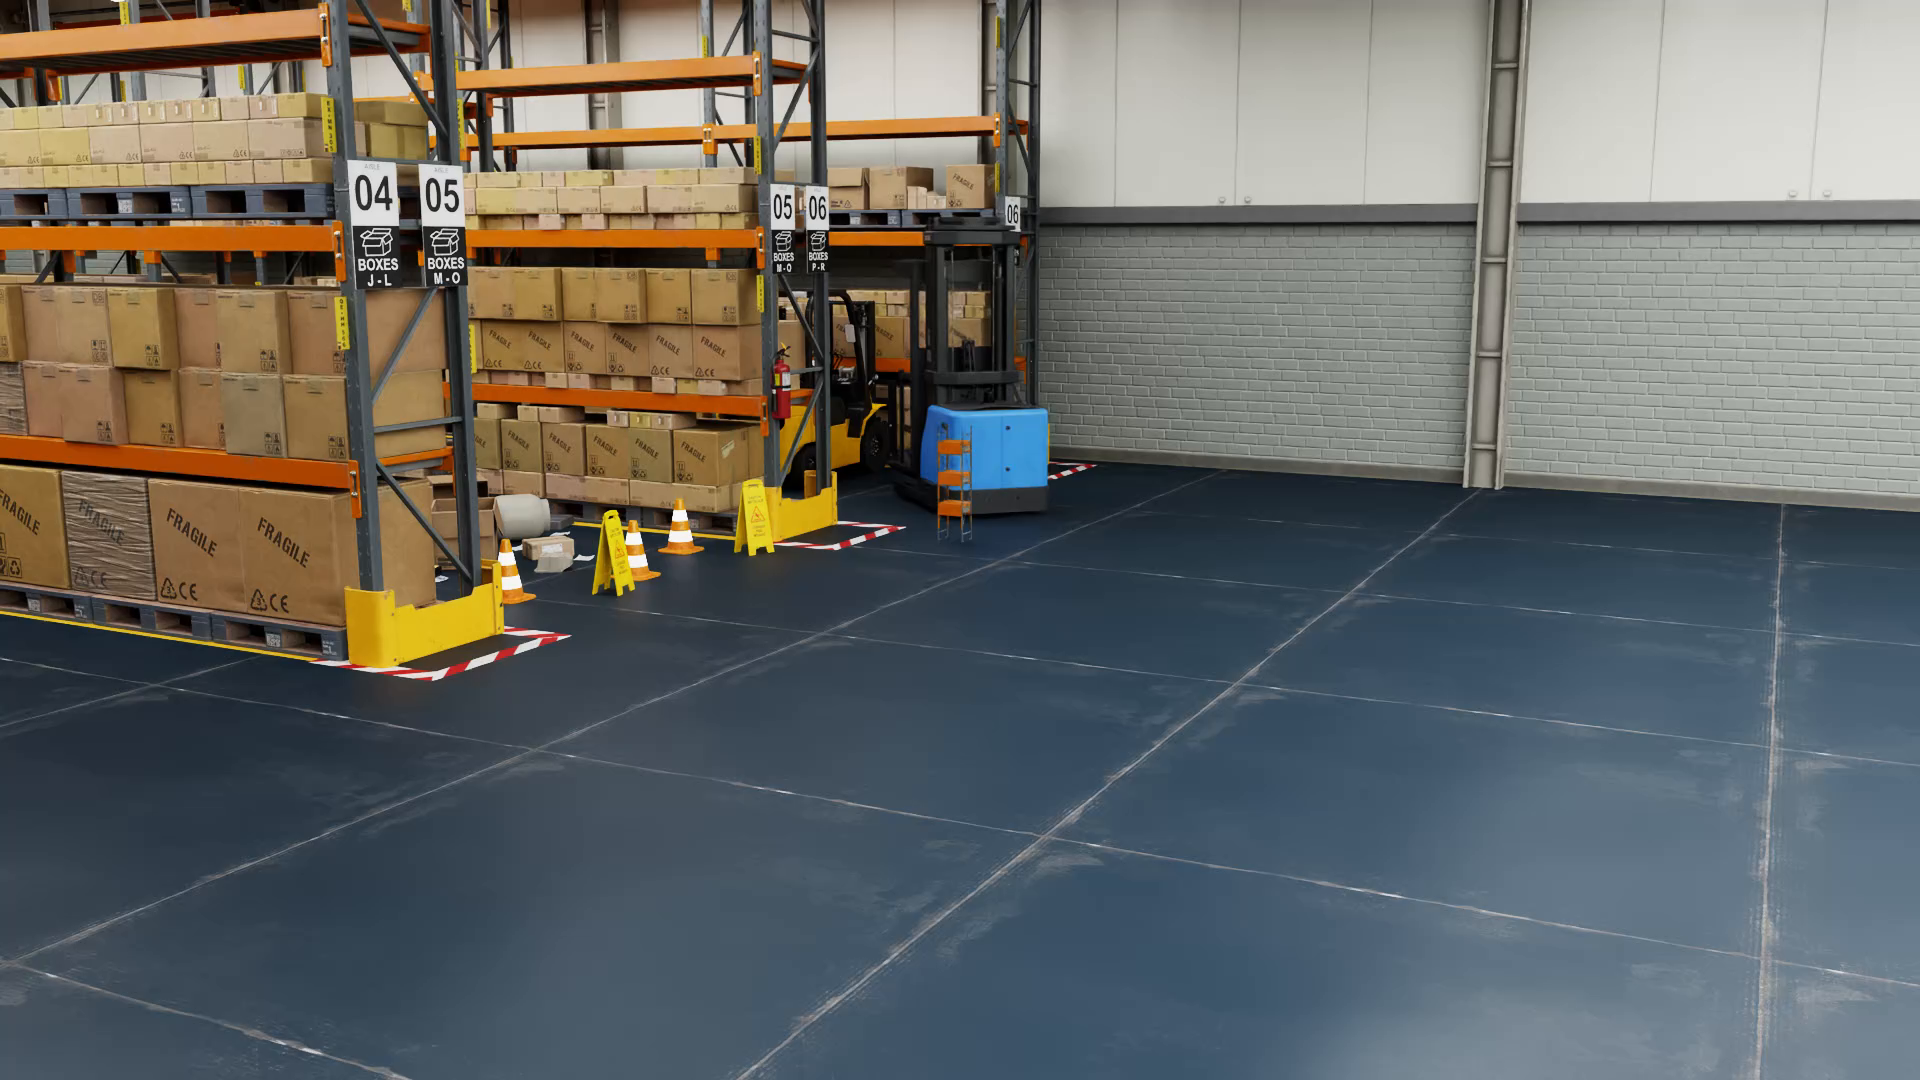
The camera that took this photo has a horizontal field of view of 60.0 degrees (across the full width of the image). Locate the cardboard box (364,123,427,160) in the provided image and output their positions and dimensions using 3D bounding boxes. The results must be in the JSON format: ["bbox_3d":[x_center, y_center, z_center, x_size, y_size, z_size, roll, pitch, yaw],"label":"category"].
[{"bbox_3d":[-3.931,-2.639,11.112,0.500,0.250,0.500,5,11,26],"label":"cardboard box"}]

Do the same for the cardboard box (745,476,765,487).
[{"bbox_3d":[-2.113,-0.515,16.217,0.500,0.250,0.500,5,11,25],"label":"cardboard box"}]

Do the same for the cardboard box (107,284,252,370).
[{"bbox_3d":[-5.436,-1.512,11.726,0.500,0.550,0.875,5,11,26],"label":"cardboard box"}]

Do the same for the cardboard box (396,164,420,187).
[{"bbox_3d":[-3.777,-2.442,11.143,0.250,0.149,0.380,5,11,26],"label":"cardboard box"}]

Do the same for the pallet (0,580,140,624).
[{"bbox_3d":[-6.551,0.374,12.592,1.213,0.211,1.003,5,11,26],"label":"pallet"}]

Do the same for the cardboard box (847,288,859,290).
[{"bbox_3d":[-1.352,-3.094,20.986,0.250,0.149,0.380,5,11,25],"label":"cardboard box"}]

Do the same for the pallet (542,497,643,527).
[{"bbox_3d":[-3.383,-0.354,16.613,1.213,0.211,1.003,5,11,26],"label":"pallet"}]

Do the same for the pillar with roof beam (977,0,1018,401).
[{"bbox_3d":[-1.449,-4.810,16.561,0.400,9.000,9.100,5,11,26],"label":"pillar with roof beam"}]

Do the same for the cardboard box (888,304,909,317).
[{"bbox_3d":[-0.679,-2.779,20.078,0.250,0.149,0.380,5,11,24],"label":"cardboard box"}]

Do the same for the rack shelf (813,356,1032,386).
[{"bbox_3d":[-1.112,-2.151,20.731,4.000,0.370,1.077,5,11,26],"label":"rack shelf"}]

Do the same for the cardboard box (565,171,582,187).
[{"bbox_3d":[-3.530,-3.428,15.811,0.250,0.149,0.380,5,12,27],"label":"cardboard box"}]

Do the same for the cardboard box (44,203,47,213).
[{"bbox_3d":[-10.395,-4.009,19.095,0.500,0.500,0.500,5,11,26],"label":"cardboard box"}]

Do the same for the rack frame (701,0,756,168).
[{"bbox_3d":[-2.906,-5.614,21.003,0.127,3.000,1.000,5,11,26],"label":"rack frame"}]

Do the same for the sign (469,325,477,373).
[{"bbox_3d":[-3.360,-1.309,11.405,0.005,0.325,0.100,5,11,26],"label":"sign"}]

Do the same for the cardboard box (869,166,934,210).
[{"bbox_3d":[-0.698,-4.221,19.985,0.500,0.500,0.700,5,11,26],"label":"cardboard box"}]

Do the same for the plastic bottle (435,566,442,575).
[{"bbox_3d":[-4.433,0.249,13.705,0.283,0.061,0.133,1,10,6],"label":"plastic bottle"}]

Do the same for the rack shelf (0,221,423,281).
[{"bbox_3d":[-5.405,-2.035,11.670,4.000,0.370,1.077,5,11,26],"label":"rack shelf"}]

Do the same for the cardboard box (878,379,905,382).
[{"bbox_3d":[-1.016,-1.882,20.961,0.500,0.250,0.500,5,11,25],"label":"cardboard box"}]

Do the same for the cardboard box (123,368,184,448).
[{"bbox_3d":[-5.407,-0.991,11.879,0.500,0.550,0.875,5,11,26],"label":"cardboard box"}]

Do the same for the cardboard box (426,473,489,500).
[{"bbox_3d":[-4.740,-0.339,15.711,0.500,0.500,0.500,-4,11,-23],"label":"cardboard box"}]

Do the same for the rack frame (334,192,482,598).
[{"bbox_3d":[-3.611,-0.756,11.002,0.127,3.000,1.000,5,11,26],"label":"rack frame"}]

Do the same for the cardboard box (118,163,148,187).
[{"bbox_3d":[-5.427,-2.456,11.221,0.250,0.149,0.380,5,11,27],"label":"cardboard box"}]

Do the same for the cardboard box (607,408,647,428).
[{"bbox_3d":[-3.164,-1.177,15.945,0.250,0.149,0.380,6,12,28],"label":"cardboard box"}]

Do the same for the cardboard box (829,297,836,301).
[{"bbox_3d":[-1.561,-3.016,20.553,0.250,0.149,0.380,5,11,26],"label":"cardboard box"}]

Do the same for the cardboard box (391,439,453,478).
[{"bbox_3d":[-5.570,-0.824,17.579,0.625,0.372,0.950,5,11,27],"label":"cardboard box"}]

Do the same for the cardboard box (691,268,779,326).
[{"bbox_3d":[-2.066,-2.247,15.319,0.500,0.500,0.700,5,11,24],"label":"cardboard box"}]

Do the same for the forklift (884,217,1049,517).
[{"bbox_3d":[-0.065,-1.894,17.483,1.130,2.935,3.031,-3,11,-18],"label":"forklift"}]

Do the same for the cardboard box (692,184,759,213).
[{"bbox_3d":[-2.090,-3.100,15.119,0.500,0.250,0.500,5,11,25],"label":"cardboard box"}]

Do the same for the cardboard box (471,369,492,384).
[{"bbox_3d":[-4.709,-1.658,16.694,0.250,0.149,0.380,5,12,27],"label":"cardboard box"}]

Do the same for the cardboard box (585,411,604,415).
[{"bbox_3d":[-3.993,-1.048,17.056,0.500,0.500,0.500,5,12,27],"label":"cardboard box"}]

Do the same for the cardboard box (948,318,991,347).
[{"bbox_3d":[0.124,-2.393,19.770,0.500,0.500,0.500,5,11,25],"label":"cardboard box"}]

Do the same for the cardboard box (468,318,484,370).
[{"bbox_3d":[-4.828,-1.986,16.683,0.500,0.500,0.500,5,11,26],"label":"cardboard box"}]

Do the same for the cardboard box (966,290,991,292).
[{"bbox_3d":[0.264,-2.953,20.209,0.250,0.149,0.380,5,12,28],"label":"cardboard box"}]

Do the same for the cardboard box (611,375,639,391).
[{"bbox_3d":[-3.120,-1.515,15.906,0.250,0.149,0.380,5,11,25],"label":"cardboard box"}]

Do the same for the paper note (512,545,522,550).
[{"bbox_3d":[-3.936,0.065,14.837,0.148,0.019,0.142,-10,14,-43],"label":"paper note"}]

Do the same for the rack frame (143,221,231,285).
[{"bbox_3d":[-8.686,-2.184,18.897,0.127,3.000,1.000,5,11,26],"label":"rack frame"}]

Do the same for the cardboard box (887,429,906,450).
[{"bbox_3d":[-0.766,-1.269,20.380,0.500,0.250,0.500,5,11,26],"label":"cardboard box"}]

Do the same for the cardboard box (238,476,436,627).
[{"bbox_3d":[-4.249,0.040,11.391,0.875,0.875,0.875,5,11,26],"label":"cardboard box"}]

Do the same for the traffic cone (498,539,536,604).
[{"bbox_3d":[-3.459,0.224,12.712,0.334,0.463,0.336,5,11,26],"label":"traffic cone"}]

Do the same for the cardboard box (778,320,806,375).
[{"bbox_3d":[-1.814,-1.831,15.830,0.500,0.500,0.500,5,11,25],"label":"cardboard box"}]

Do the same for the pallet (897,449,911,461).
[{"bbox_3d":[-0.023,-1.029,20.340,1.213,0.211,1.003,5,11,26],"label":"pallet"}]

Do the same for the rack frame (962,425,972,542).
[{"bbox_3d":[0.061,-0.511,15.127,0.008,1.050,0.200,5,11,26],"label":"rack frame"}]

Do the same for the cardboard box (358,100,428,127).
[{"bbox_3d":[-3.770,-2.833,11.066,0.250,0.149,0.380,5,11,26],"label":"cardboard box"}]

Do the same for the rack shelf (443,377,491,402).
[{"bbox_3d":[-6.892,-1.673,18.091,4.000,0.370,1.077,5,11,26],"label":"rack shelf"}]

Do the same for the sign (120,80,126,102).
[{"bbox_3d":[-13.404,-7.185,26.612,0.005,0.325,0.100,5,11,26],"label":"sign"}]

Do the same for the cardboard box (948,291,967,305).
[{"bbox_3d":[0.032,-2.871,19.753,0.250,0.149,0.380,5,11,26],"label":"cardboard box"}]

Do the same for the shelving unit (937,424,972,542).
[{"bbox_3d":[-0.048,-0.521,15.180,0.252,1.050,0.215,5,11,26],"label":"shelving unit"}]

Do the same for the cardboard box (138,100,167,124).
[{"bbox_3d":[-5.204,-2.829,11.041,0.250,0.149,0.380,5,11,25],"label":"cardboard box"}]

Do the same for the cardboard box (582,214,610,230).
[{"bbox_3d":[-3.353,-3.004,15.707,0.250,0.149,0.380,5,11,25],"label":"cardboard box"}]

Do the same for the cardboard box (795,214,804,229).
[{"bbox_3d":[-1.666,-2.984,15.600,0.250,0.149,0.380,5,11,26],"label":"cardboard box"}]

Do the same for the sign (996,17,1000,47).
[{"bbox_3d":[0.428,-5.712,18.699,0.005,0.325,0.100,5,11,26],"label":"sign"}]

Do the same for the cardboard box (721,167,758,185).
[{"bbox_3d":[-1.946,-3.278,14.985,0.250,0.149,0.380,5,11,26],"label":"cardboard box"}]
